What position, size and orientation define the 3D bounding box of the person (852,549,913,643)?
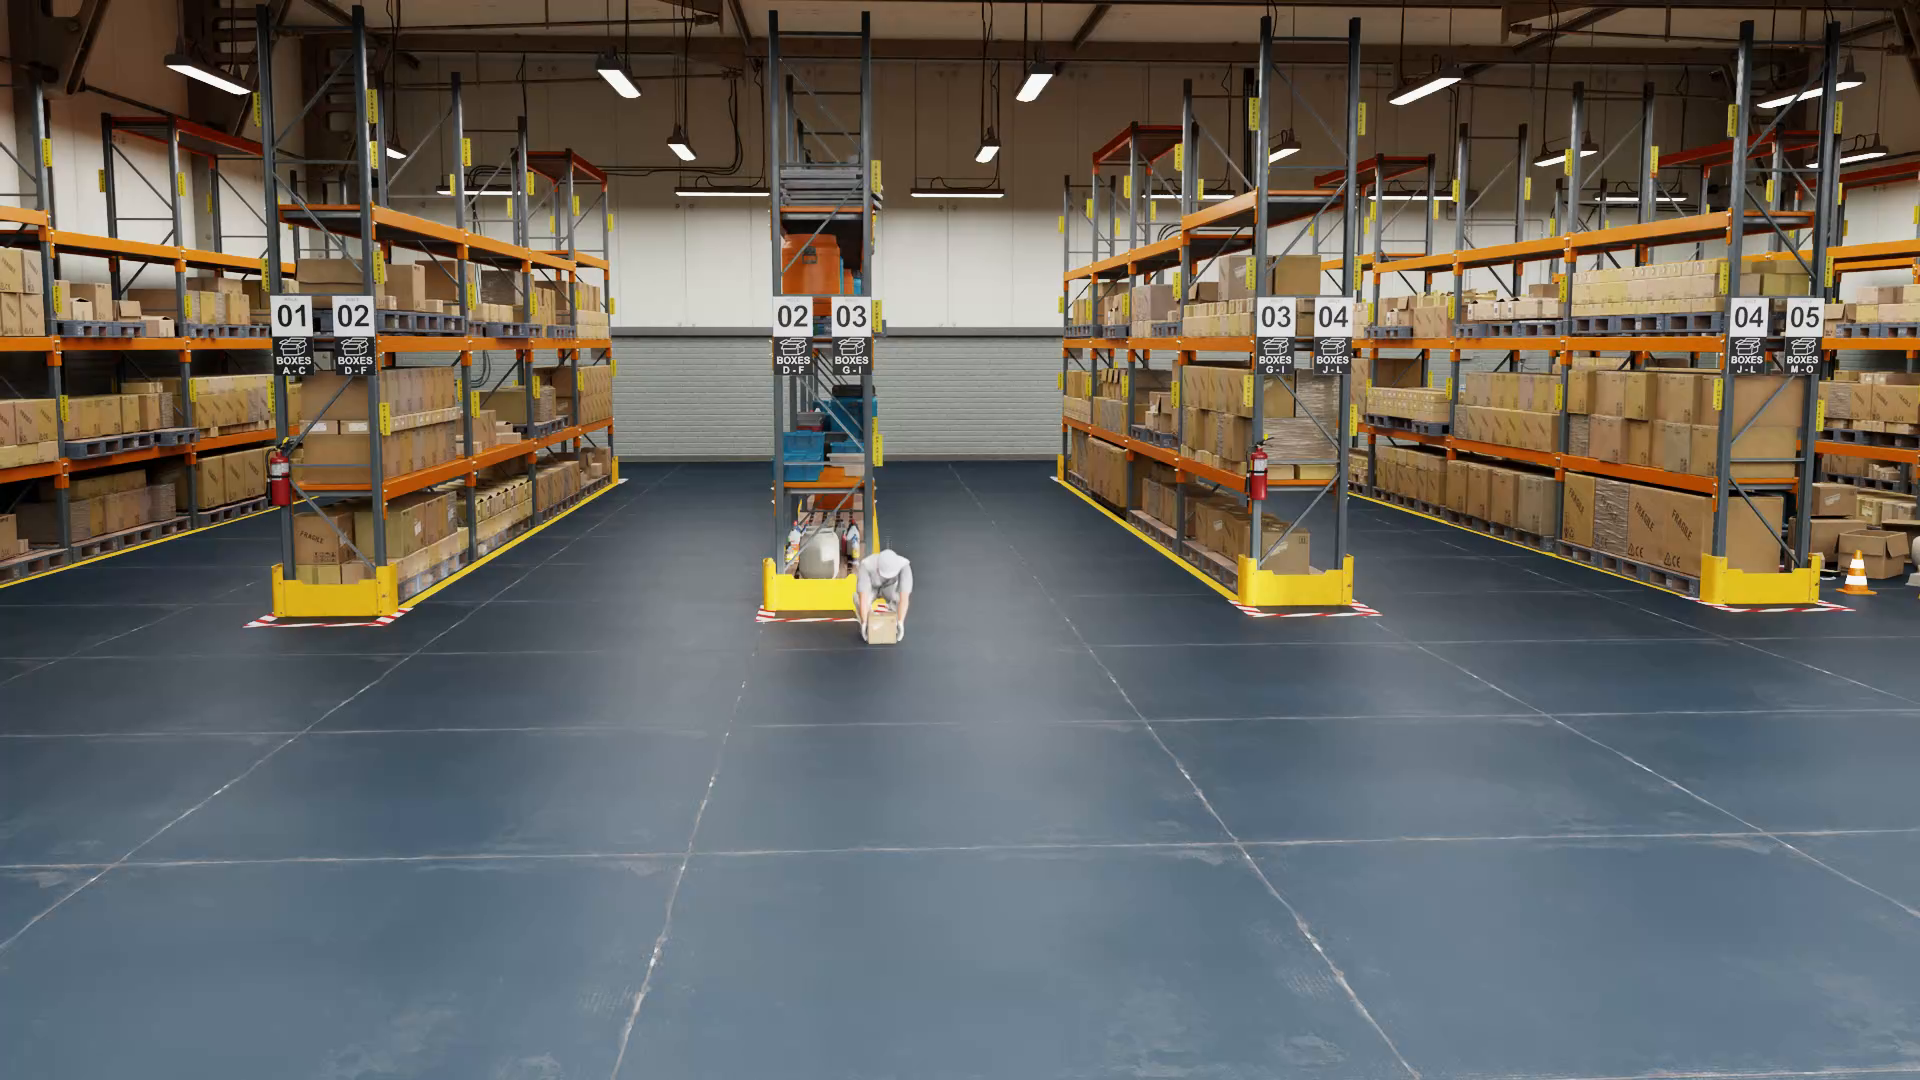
[{"bbox_3d":[-0.730,0.483,15.626,0.562,0.878,0.891,0,7,-4],"label":"person"}]
